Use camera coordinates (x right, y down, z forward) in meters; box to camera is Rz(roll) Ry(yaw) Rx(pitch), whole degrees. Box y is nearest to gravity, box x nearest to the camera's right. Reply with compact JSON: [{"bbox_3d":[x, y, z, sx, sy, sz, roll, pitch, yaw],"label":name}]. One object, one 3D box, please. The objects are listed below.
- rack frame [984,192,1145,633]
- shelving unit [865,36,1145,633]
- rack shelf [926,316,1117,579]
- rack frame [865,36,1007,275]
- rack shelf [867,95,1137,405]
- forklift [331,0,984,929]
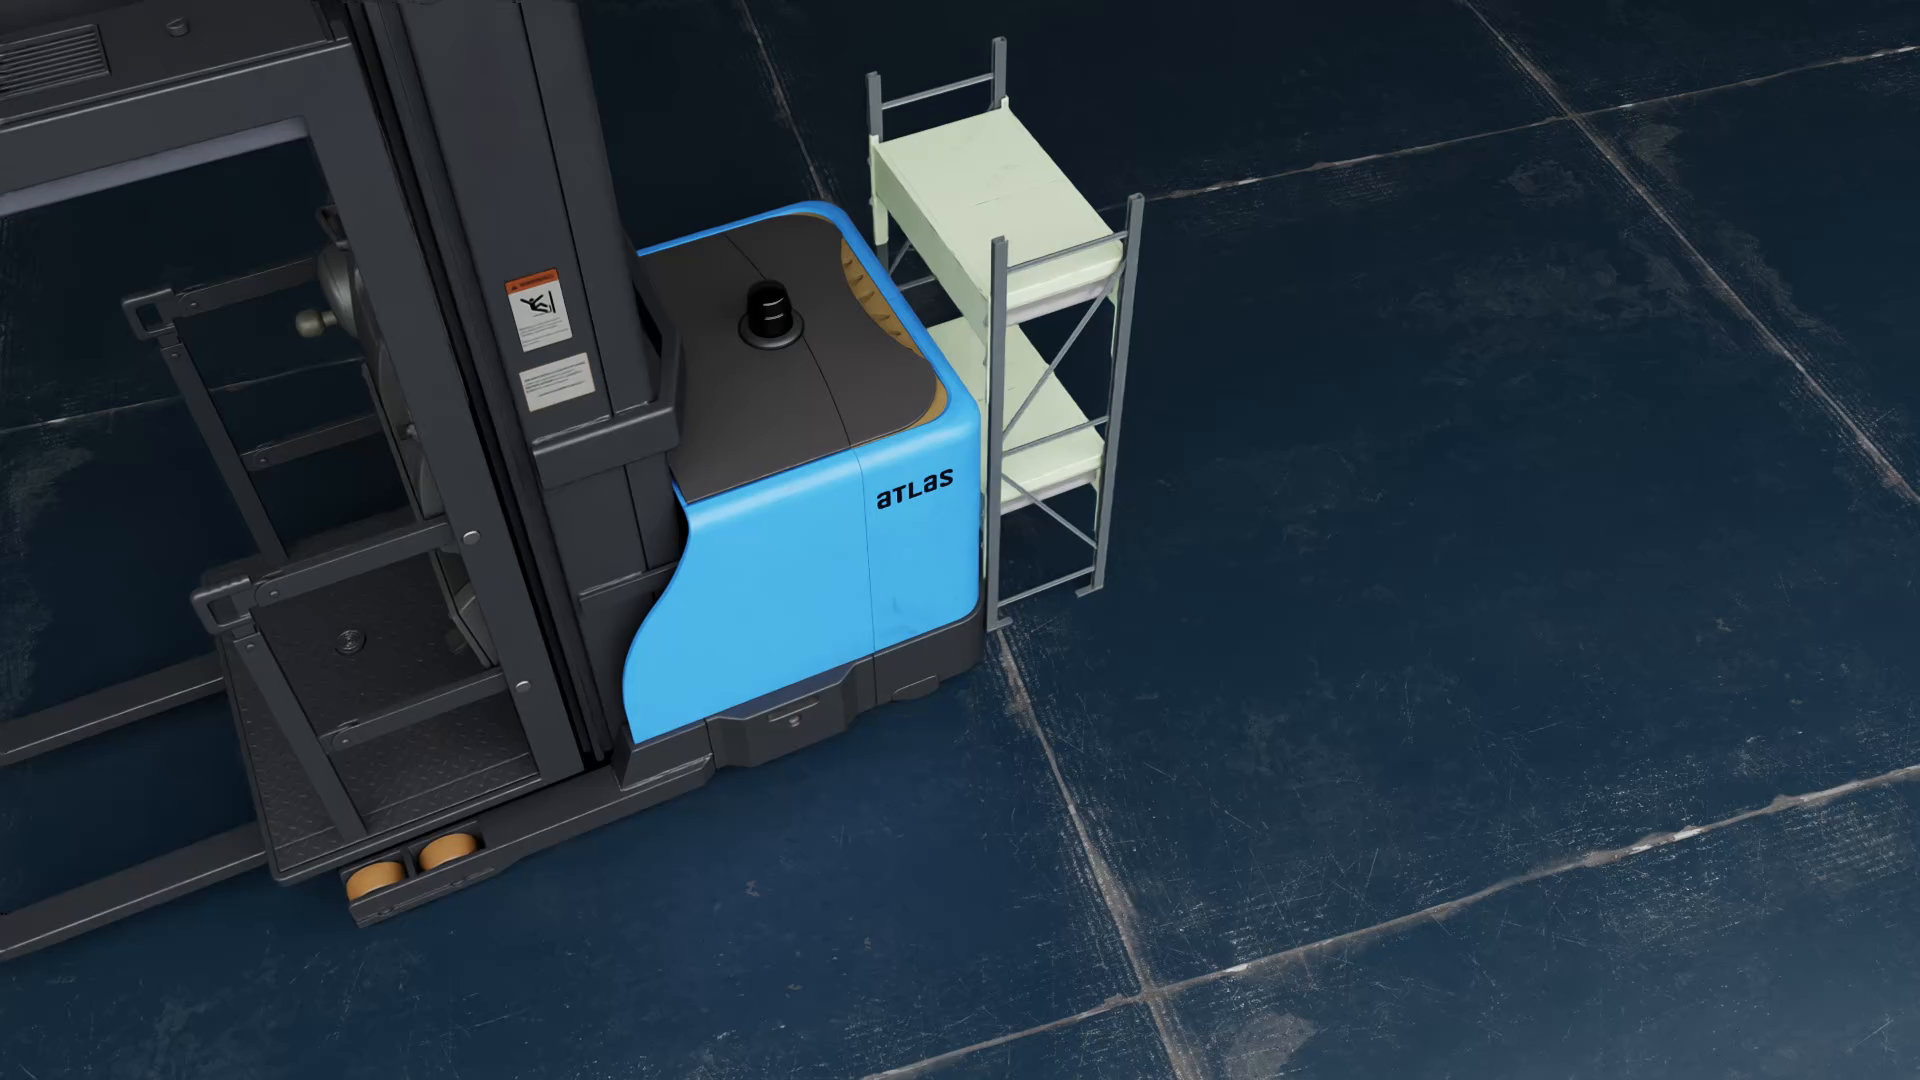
[{"bbox_3d":[0.257,-0.277,4.503,0.400,1.500,0.023,-20,53,-16],"label":"rack frame"},{"bbox_3d":[0.098,-0.529,4.715,0.431,1.500,0.755,-20,53,-16],"label":"shelving unit"},{"bbox_3d":[0.098,-0.319,4.964,0.431,0.370,0.720,-20,53,-16],"label":"rack shelf"},{"bbox_3d":[-0.062,-0.781,4.927,0.400,1.500,0.023,-20,53,-16],"label":"rack frame"},{"bbox_3d":[0.098,-0.781,4.417,0.431,0.370,0.720,-20,53,-16],"label":"rack shelf"},{"bbox_3d":[-1.489,-0.406,3.675,3.031,2.935,1.130,-20,53,-16],"label":"forklift"}]
